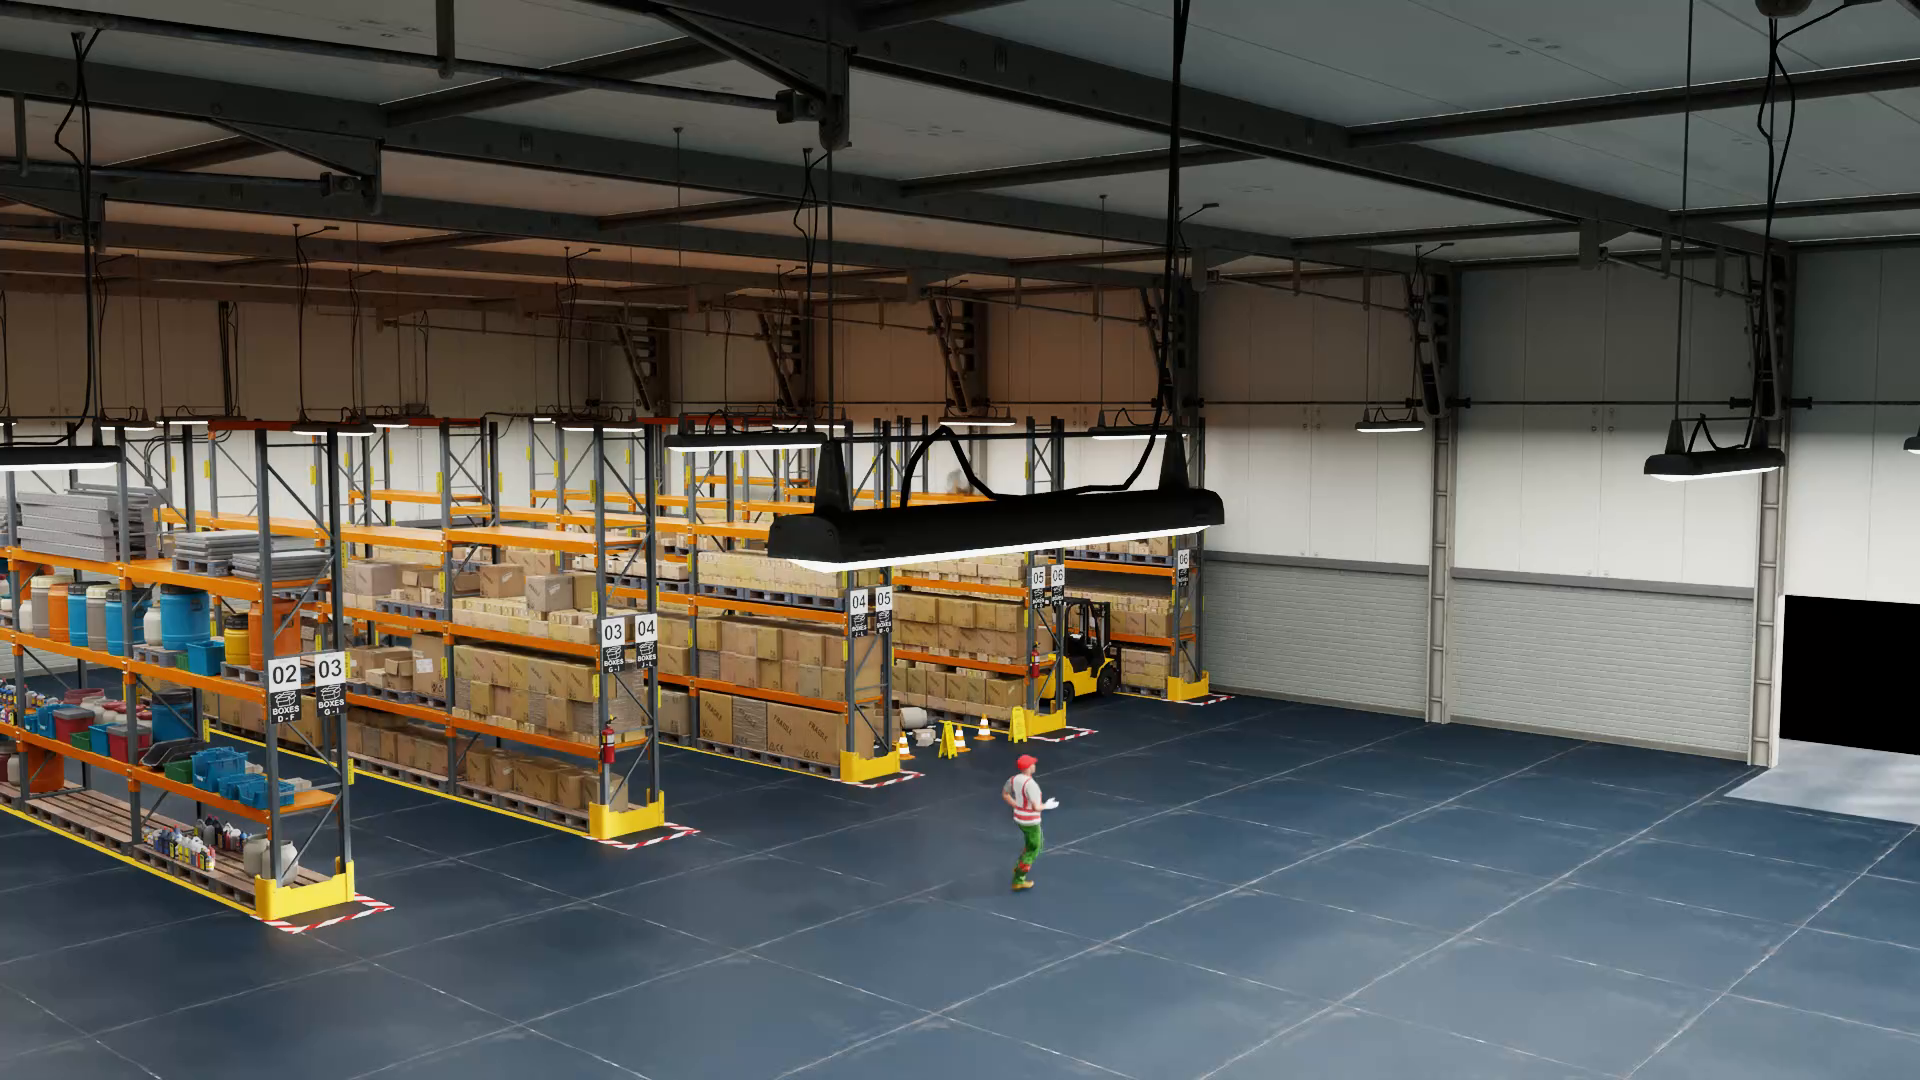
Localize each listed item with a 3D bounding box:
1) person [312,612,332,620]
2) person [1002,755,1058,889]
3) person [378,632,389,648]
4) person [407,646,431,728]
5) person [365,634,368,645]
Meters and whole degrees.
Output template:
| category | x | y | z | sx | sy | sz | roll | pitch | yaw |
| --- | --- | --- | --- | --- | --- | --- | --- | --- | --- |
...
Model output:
| category | x | y | z | sx | sy | sz | roll | pitch | yaw |
| --- | --- | --- | --- | --- | --- | --- | --- | --- | --- |
| person | -14.805 | 2.261 | 38.718 | 0.768 | 1.758 | 0.654 | 1 | 5 | 12 |
| person | 0.936 | 3.645 | 21.622 | 0.604 | 1.750 | 0.640 | -2 | 5 | -23 |
| person | -13.982 | 2.219 | 39.910 | 0.679 | 1.587 | 0.674 | 0 | 5 | -2 |
| person | -10.191 | 2.861 | 31.231 | 0.780 | 1.857 | 0.682 | 4 | 6 | 42 |
| person | -11.576 | 2.733 | 32.712 | 0.773 | 1.800 | 0.673 | 3 | 6 | 32 |
